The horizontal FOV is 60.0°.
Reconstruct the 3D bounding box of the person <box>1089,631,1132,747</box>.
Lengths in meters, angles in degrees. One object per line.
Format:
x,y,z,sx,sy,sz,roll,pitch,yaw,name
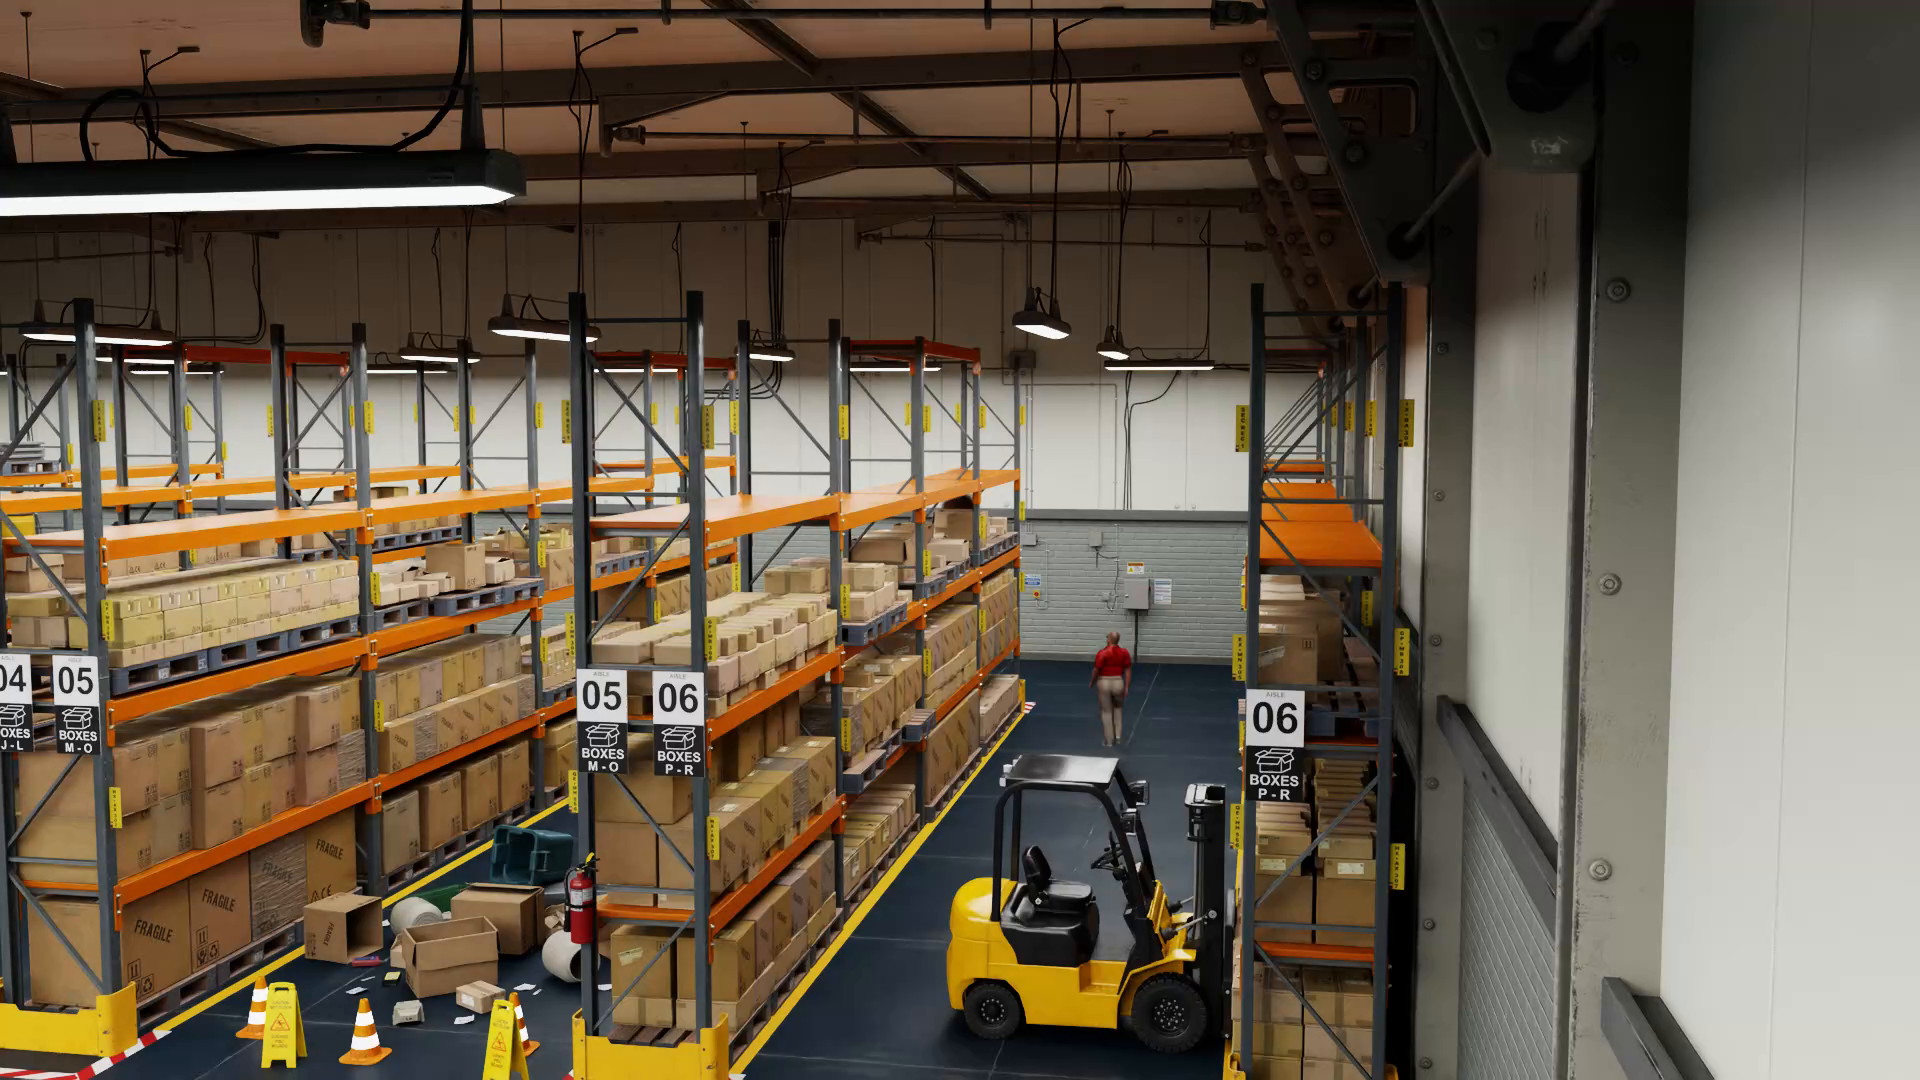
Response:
2.222,2.207,24.481,0.586,1.765,0.603,-1,5,-7,person
